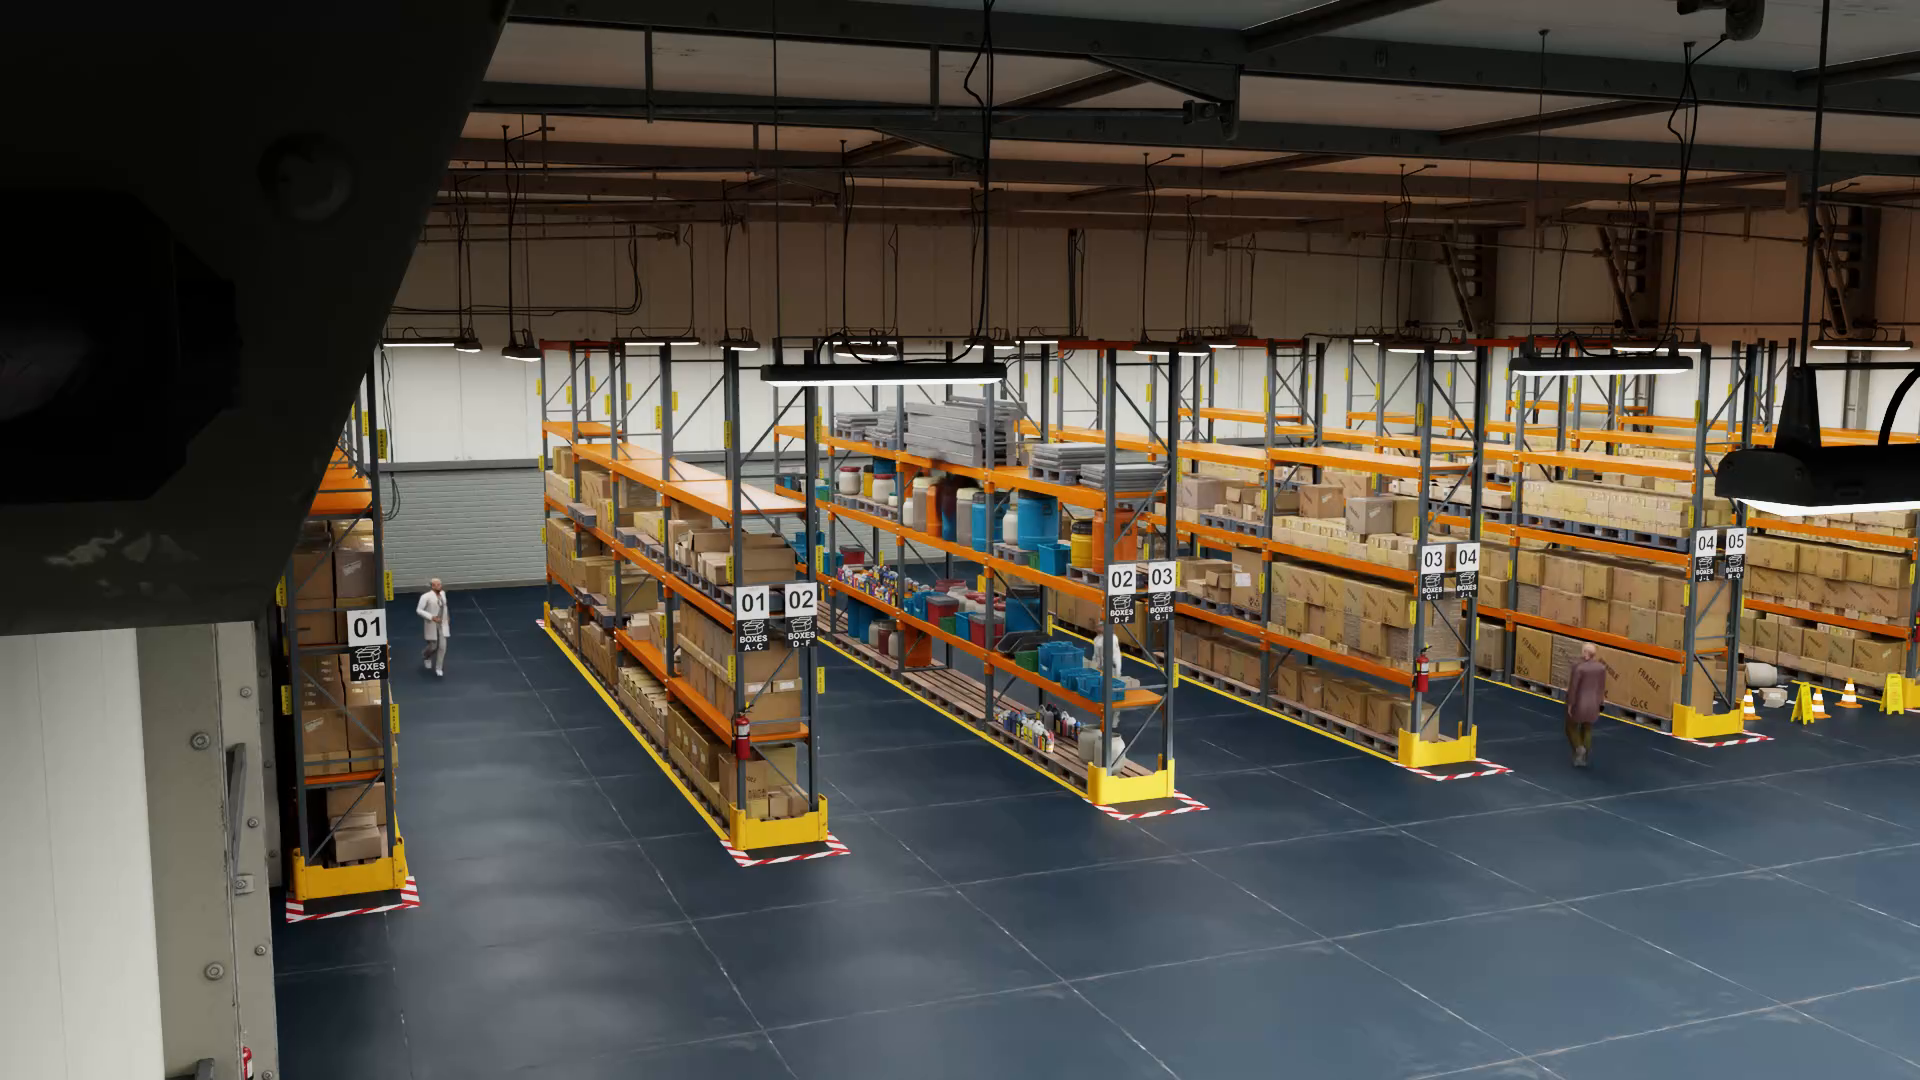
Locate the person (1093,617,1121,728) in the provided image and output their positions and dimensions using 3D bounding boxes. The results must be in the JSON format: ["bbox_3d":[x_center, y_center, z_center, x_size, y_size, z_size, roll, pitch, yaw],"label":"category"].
[{"bbox_3d":[2.324,2.075,26.347,0.590,1.709,0.380,7,10,44],"label":"person"}]

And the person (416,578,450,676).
[{"bbox_3d":[-9.565,1.555,30.162,0.670,1.756,0.807,-6,10,-39],"label":"person"}]

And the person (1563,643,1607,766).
[{"bbox_3d":[8.931,2.360,23.724,0.570,1.768,0.678,1,8,8],"label":"person"}]
